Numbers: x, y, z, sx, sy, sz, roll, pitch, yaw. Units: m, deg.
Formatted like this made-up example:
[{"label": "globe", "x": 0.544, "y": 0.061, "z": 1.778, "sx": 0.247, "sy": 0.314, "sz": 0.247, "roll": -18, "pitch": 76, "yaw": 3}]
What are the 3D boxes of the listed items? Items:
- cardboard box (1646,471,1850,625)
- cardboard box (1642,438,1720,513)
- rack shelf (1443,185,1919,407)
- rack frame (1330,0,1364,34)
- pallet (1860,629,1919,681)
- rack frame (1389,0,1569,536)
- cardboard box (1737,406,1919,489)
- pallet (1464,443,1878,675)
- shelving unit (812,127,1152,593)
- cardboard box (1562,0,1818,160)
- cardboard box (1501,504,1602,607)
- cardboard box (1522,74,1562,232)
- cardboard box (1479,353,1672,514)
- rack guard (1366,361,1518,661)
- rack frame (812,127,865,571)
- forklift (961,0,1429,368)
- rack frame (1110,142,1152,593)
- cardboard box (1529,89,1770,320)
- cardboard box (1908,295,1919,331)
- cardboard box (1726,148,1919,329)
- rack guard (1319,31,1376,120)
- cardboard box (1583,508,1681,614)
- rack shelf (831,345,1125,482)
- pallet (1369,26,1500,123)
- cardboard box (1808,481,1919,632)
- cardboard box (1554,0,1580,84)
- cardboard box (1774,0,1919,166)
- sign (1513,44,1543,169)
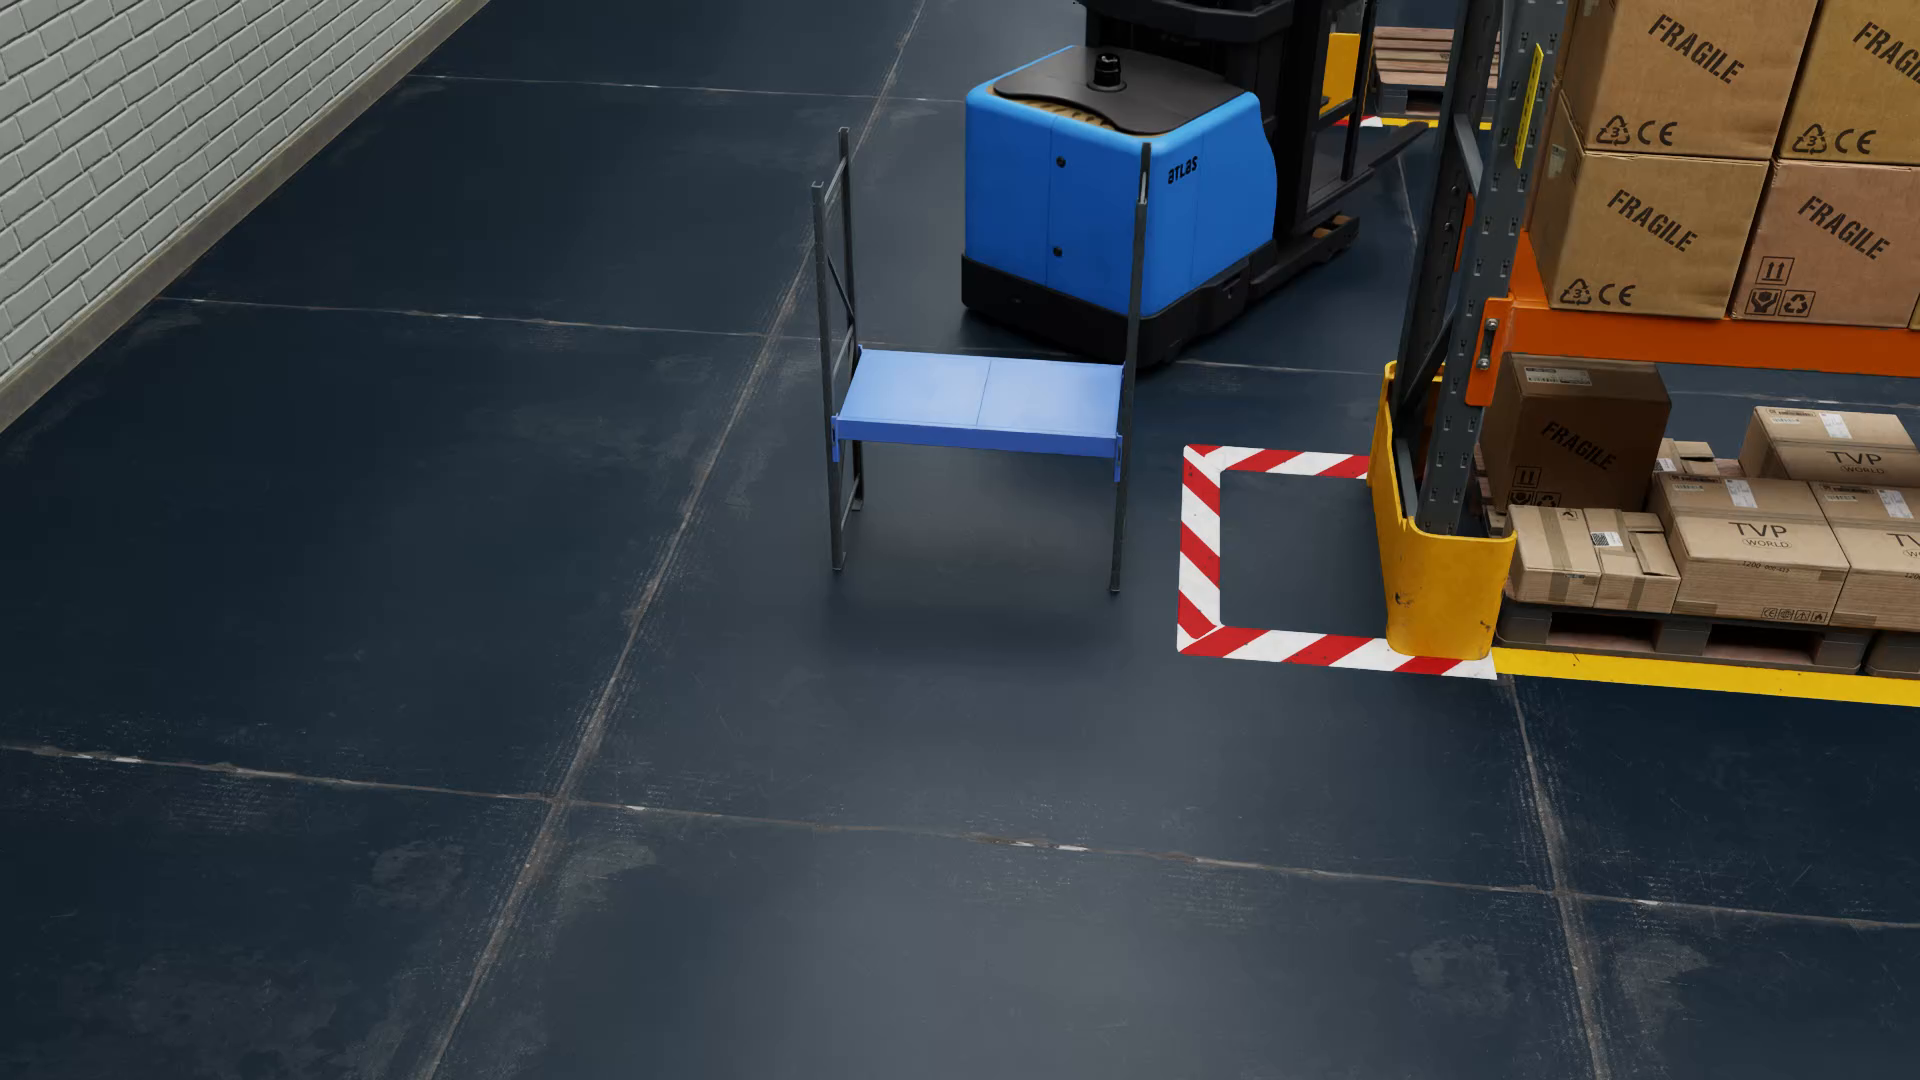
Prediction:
[{"label": "cardboard box", "x": 2.640, "y": 0.021, "z": 5.626, "sx": 0.500, "sy": 0.250, "sz": 0.500, "roll": 4, "pitch": 36, "yaw": 6}, {"label": "cardboard box", "x": 2.602, "y": -0.205, "z": 6.016, "sx": 0.250, "sy": 0.166, "sz": 0.380, "roll": 4, "pitch": 36, "yaw": 6}, {"label": "rack shelf", "x": 3.625, "y": -0.719, "z": 5.294, "sx": 4.000, "sy": 0.370, "sz": 1.077, "roll": 4, "pitch": 36, "yaw": 6}, {"label": "rack frame", "x": 2.276, "y": -4.013, "z": 9.291, "sx": 0.127, "sy": 3.000, "sz": 1.000, "roll": 4, "pitch": 36, "yaw": 6}, {"label": "pallet", "x": 3.714, "y": 0.131, "z": 5.885, "sx": 1.213, "sy": 0.211, "sz": 1.003, "roll": 4, "pitch": 36, "yaw": 6}, {"label": "rack frame", "x": 1.641, "y": -1.160, "z": 5.293, "sx": 0.127, "sy": 3.000, "sz": 1.000, "roll": 4, "pitch": 36, "yaw": 6}, {"label": "cardboard box", "x": 3.150, "y": -0.234, "z": 5.983, "sx": 0.500, "sy": 0.250, "sz": 0.500, "roll": 4, "pitch": 36, "yaw": 6}, {"label": "pallet", "x": 2.507, "y": 0.040, "z": 6.013, "sx": 1.213, "sy": 0.211, "sz": 1.003, "roll": 4, "pitch": 36, "yaw": 6}, {"label": "shelving unit", "x": 0.085, "y": -0.604, "z": 5.805, "sx": 1.048, "sy": 1.500, "sz": 0.538, "roll": 4, "pitch": 36, "yaw": 6}, {"label": "cardboard box", "x": 2.048, "y": -1.423, "z": 4.714, "sx": 0.500, "sy": 0.500, "sz": 0.500, "roll": 5, "pitch": 36, "yaw": 7}, {"label": "cardboard box", "x": 2.013, "y": 0.051, "z": 5.672, "sx": 0.250, "sy": 0.149, "sz": 0.380, "roll": 4, "pitch": 36, "yaw": 6}, {"label": "cardboard box", "x": 2.120, "y": -1.324, "z": 5.437, "sx": 0.500, "sy": 0.500, "sz": 0.500, "roll": 5, "pitch": 36, "yaw": 7}, {"label": "cardboard box", "x": 2.212, "y": -0.423, "z": 6.034, "sx": 0.500, "sy": 0.500, "sz": 0.500, "roll": 4, "pitch": 36, "yaw": 6}, {"label": "rack guard", "x": 1.716, "y": -0.137, "z": 6.011, "sx": 0.348, "sy": 0.500, "sz": 1.175, "roll": 4, "pitch": 36, "yaw": 6}, {"label": "rack frame", "x": -0.420, "y": -0.642, "z": 5.858, "sx": 0.032, "sy": 1.500, "sz": 0.500, "roll": 4, "pitch": 36, "yaw": 6}, {"label": "forklift", "x": 1.332, "y": -2.719, "z": 7.537, "sx": 1.130, "sy": 2.935, "sz": 3.031, "roll": 26, "pitch": 43, "yaw": 31}, {"label": "rack frame", "x": 0.589, "y": -0.567, "z": 5.753, "sx": 0.032, "sy": 1.500, "sz": 0.500, "roll": 4, "pitch": 36, "yaw": 6}, {"label": "cardboard box", "x": 2.048, "y": -1.016, "z": 5.005, "sx": 0.500, "sy": 0.500, "sz": 0.500, "roll": 5, "pitch": 36, "yaw": 7}, {"label": "cardboard box", "x": 3.057, "y": -0.942, "z": 4.901, "sx": 0.500, "sy": 0.500, "sz": 0.500, "roll": 4, "pitch": 36, "yaw": 6}, {"label": "cardboard box", "x": 2.560, "y": -0.980, "z": 4.956, "sx": 0.500, "sy": 0.500, "sz": 0.500, "roll": 4, "pitch": 36, "yaw": 5}, {"label": "rack guard", "x": 2.250, "y": -2.990, "z": 10.010, "sx": 0.348, "sy": 0.500, "sz": 1.175, "roll": 4, "pitch": 36, "yaw": 6}, {"label": "cardboard box", "x": 2.260, "y": 0.062, "z": 5.641, "sx": 0.250, "sy": 0.166, "sz": 0.380, "roll": 4, "pitch": 36, "yaw": 6}, {"label": "rack shelf", "x": 0.085, "y": -0.458, "z": 5.910, "sx": 1.000, "sy": 0.185, "sz": 0.538, "roll": 4, "pitch": 36, "yaw": 6}, {"label": "pallet", "x": 3.089, "y": -2.795, "z": 9.985, "sx": 1.213, "sy": 0.211, "sz": 1.003, "roll": 4, "pitch": 36, "yaw": 6}, {"label": "cardboard box", "x": 3.136, "y": 0.058, "z": 5.575, "sx": 0.500, "sy": 0.250, "sz": 0.500, "roll": 4, "pitch": 36, "yaw": 6}, {"label": "cardboard box", "x": 2.117, "y": -1.733, "z": 5.149, "sx": 0.500, "sy": 0.500, "sz": 0.500, "roll": 4, "pitch": 36, "yaw": 6}, {"label": "cardboard box", "x": 2.567, "y": -1.388, "z": 4.666, "sx": 0.500, "sy": 0.500, "sz": 0.500, "roll": 5, "pitch": 36, "yaw": 6}, {"label": "sign", "x": 1.572, "y": -1.199, "z": 4.603, "sx": 0.005, "sy": 0.325, "sz": 0.100, "roll": 4, "pitch": 36, "yaw": 6}]
